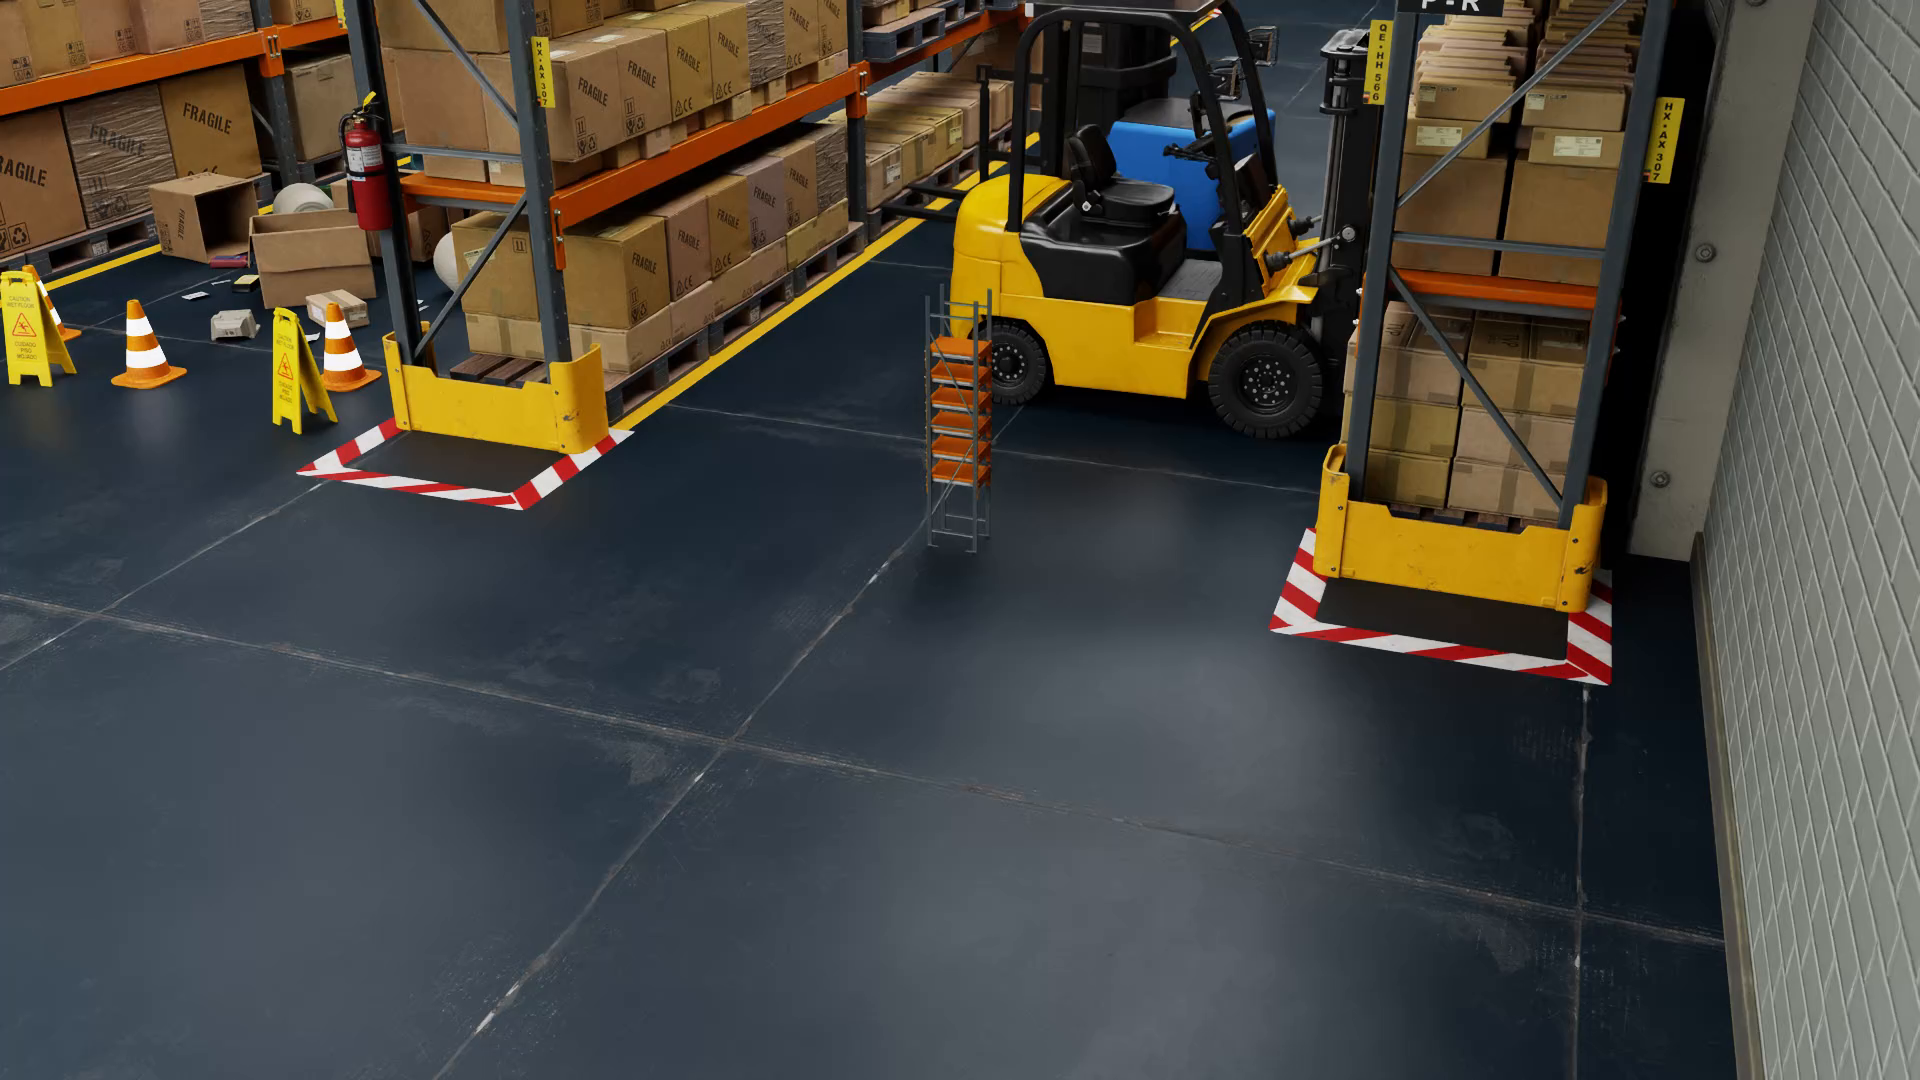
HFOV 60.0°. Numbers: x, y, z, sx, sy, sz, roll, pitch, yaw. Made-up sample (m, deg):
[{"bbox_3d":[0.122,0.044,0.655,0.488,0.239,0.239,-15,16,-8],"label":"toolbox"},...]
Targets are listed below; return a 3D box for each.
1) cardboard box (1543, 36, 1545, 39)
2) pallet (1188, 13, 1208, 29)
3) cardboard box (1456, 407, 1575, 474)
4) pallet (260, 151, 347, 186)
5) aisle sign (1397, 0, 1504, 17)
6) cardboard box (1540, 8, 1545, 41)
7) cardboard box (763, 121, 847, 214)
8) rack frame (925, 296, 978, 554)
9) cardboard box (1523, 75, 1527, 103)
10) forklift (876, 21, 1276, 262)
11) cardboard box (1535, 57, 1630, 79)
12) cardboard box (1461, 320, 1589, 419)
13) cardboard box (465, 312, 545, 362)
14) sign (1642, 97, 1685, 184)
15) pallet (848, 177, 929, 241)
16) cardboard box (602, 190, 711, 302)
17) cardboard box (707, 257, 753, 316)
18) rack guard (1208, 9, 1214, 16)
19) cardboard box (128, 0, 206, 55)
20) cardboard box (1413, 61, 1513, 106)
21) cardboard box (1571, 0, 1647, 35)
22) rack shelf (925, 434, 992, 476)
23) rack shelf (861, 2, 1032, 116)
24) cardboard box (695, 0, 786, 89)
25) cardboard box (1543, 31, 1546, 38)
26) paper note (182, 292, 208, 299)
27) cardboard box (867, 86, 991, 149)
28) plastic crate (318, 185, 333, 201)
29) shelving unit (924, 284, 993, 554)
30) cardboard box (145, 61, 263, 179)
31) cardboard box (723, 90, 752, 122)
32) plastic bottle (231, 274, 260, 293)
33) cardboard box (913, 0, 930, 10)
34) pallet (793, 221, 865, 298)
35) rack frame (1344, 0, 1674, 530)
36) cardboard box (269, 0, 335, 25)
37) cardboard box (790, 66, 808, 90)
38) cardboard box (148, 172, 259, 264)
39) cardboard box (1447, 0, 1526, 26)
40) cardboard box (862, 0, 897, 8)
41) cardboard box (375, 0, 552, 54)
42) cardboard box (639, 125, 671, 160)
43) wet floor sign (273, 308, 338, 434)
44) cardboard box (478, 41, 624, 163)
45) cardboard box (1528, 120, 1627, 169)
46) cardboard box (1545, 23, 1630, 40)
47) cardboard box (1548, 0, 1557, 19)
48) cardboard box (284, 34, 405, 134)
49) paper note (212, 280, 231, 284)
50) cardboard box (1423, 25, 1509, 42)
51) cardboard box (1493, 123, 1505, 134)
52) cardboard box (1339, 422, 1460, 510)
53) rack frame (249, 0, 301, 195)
[{"bbox_3d":[3.284,-2.590,8.799,0.380,0.149,0.250,10,27,19],"label":"cardboard box"},{"bbox_3d":[2.635,-6.894,21.745,1.003,0.211,1.213,9,27,17],"label":"pallet"},{"bbox_3d":[2.537,-0.535,7.512,0.500,0.250,0.500,9,27,18],"label":"cardboard box"},{"bbox_3d":[-5.682,-3.306,14.337,1.003,0.211,1.213,9,27,17],"label":"pallet"},{"bbox_3d":[1.886,-2.381,6.242,0.394,0.787,0.004,9,27,17],"label":"aisle sign"},{"bbox_3d":[3.603,-3.448,11.027,0.500,0.250,0.500,8,27,16],"label":"cardboard box"},{"bbox_3d":[-1.110,-2.564,11.417,0.500,0.500,0.500,8,27,17],"label":"cardboard box"},{"bbox_3d":[-0.035,-0.496,7.399,0.240,1.200,0.006,9,27,17],"label":"rack frame"},{"bbox_3d":[2.609,-2.111,8.553,0.500,0.500,0.500,9,27,18],"label":"cardboard box"},{"bbox_3d":[0.645,-3.458,11.530,3.031,2.935,1.130,14,29,27],"label":"forklift"},{"bbox_3d":[2.691,-1.986,7.210,0.380,0.149,0.250,9,27,18],"label":"cardboard box"},{"bbox_3d":[2.523,-0.767,7.417,0.500,0.250,0.500,8,27,17],"label":"cardboard box"},{"bbox_3d":[-2.474,-1.246,9.555,0.500,0.250,0.500,9,27,17],"label":"cardboard box"},{"bbox_3d":[2.706,-1.537,6.399,0.100,0.325,0.005,9,27,17],"label":"sign"},{"bbox_3d":[-0.908,-2.622,12.924,1.003,0.211,1.213,9,27,17],"label":"pallet"},{"bbox_3d":[-1.791,-1.719,9.671,0.500,0.500,0.500,8,27,16],"label":"cardboard box"},{"bbox_3d":[-1.621,-1.591,10.267,0.500,0.250,0.500,11,28,21],"label":"cardboard box"},{"bbox_3d":[2.835,-7.373,22.405,1.175,0.500,0.348,9,27,17],"label":"rack guard"},{"bbox_3d":[-6.141,-3.918,12.229,0.875,0.550,0.550,9,27,17],"label":"cardboard box"},{"bbox_3d":[2.158,-1.950,7.134,0.380,0.149,0.250,9,27,18],"label":"cardboard box"},{"bbox_3d":[3.472,-2.815,8.922,0.380,0.149,0.250,8,27,16],"label":"cardboard box"},{"bbox_3d":[-0.005,-0.386,7.548,0.258,0.103,0.180,9,27,17],"label":"rack shelf"},{"bbox_3d":[-0.501,-4.055,13.509,1.077,0.370,4.000,9,27,17],"label":"rack shelf"},{"bbox_3d":[-1.413,-3.091,10.236,0.500,0.500,0.500,10,27,19],"label":"cardboard box"},{"bbox_3d":[3.621,-2.660,9.687,0.500,0.500,0.500,9,27,17],"label":"cardboard box"},{"bbox_3d":[-5.090,-1.634,11.091,0.144,0.017,0.142,20,32,35],"label":"paper note"},{"bbox_3d":[-0.270,-3.672,14.426,0.950,0.372,0.625,8,27,16],"label":"cardboard box"},{"bbox_3d":[-4.690,-2.732,13.112,0.662,0.188,0.450,-20,23,-36],"label":"plastic crate"},{"bbox_3d":[-0.005,-0.534,7.476,0.258,1.200,0.189,9,27,17],"label":"shelving unit"},{"bbox_3d":[-6.143,-3.218,12.910,0.875,0.875,0.875,9,27,18],"label":"cardboard box"},{"bbox_3d":[-1.485,-2.638,10.045,0.380,0.149,0.250,9,27,18],"label":"cardboard box"},{"bbox_3d":[-4.833,-1.751,11.296,0.133,0.061,0.283,0,26,-1],"label":"plastic bottle"},{"bbox_3d":[-0.446,-4.143,12.671,0.380,0.149,0.250,9,27,18],"label":"cardboard box"},{"bbox_3d":[-1.356,-2.021,11.682,1.003,0.211,1.213,9,27,17],"label":"pallet"},{"bbox_3d":[2.185,-1.195,6.776,1.000,3.000,0.127,9,27,17],"label":"rack frame"},{"bbox_3d":[-5.439,-4.456,13.396,0.500,0.500,0.500,9,27,18],"label":"cardboard box"},{"bbox_3d":[-1.223,-3.068,10.934,0.380,0.149,0.250,9,27,18],"label":"cardboard box"},{"bbox_3d":[-5.417,-2.323,11.971,0.500,0.500,0.500,14,29,26],"label":"cardboard box"},{"bbox_3d":[2.808,-2.794,8.877,0.380,0.149,0.250,8,27,17],"label":"cardboard box"},{"bbox_3d":[-0.740,-4.076,11.789,0.500,0.500,0.500,9,27,19],"label":"cardboard box"},{"bbox_3d":[-2.533,-2.784,8.454,0.700,0.500,0.500,8,27,16],"label":"cardboard box"},{"bbox_3d":[-1.826,-2.211,9.162,0.380,0.149,0.250,9,27,18],"label":"cardboard box"},{"bbox_3d":[-3.570,-0.931,8.932,0.267,0.644,0.232,20,32,35],"label":"wet floor sign"},{"bbox_3d":[-2.078,-2.247,8.492,0.500,0.500,0.500,8,27,17],"label":"cardboard box"},{"bbox_3d":[2.542,-1.634,6.823,0.380,0.149,0.250,8,27,16],"label":"cardboard box"},{"bbox_3d":[3.040,-2.404,8.074,0.380,0.149,0.250,9,27,18],"label":"cardboard box"},{"bbox_3d":[3.835,-3.289,10.242,0.380,0.149,0.250,8,27,16],"label":"cardboard box"},{"bbox_3d":[-5.421,-4.074,14.822,1.050,0.750,0.750,9,27,17],"label":"cardboard box"},{"bbox_3d":[-5.058,-1.766,11.385,0.123,0.001,0.032,-20,33,-36],"label":"paper note"},{"bbox_3d":[2.435,-2.383,8.029,0.380,0.149,0.250,9,27,18],"label":"cardboard box"},{"bbox_3d":[2.237,-1.922,7.419,0.380,0.149,0.250,9,27,18],"label":"cardboard box"},{"bbox_3d":[2.043,-0.385,7.777,0.500,0.250,0.500,9,27,18],"label":"cardboard box"},{"bbox_3d":[-5.868,-4.233,13.052,1.000,3.000,0.127,9,27,17],"label":"rack frame"}]
